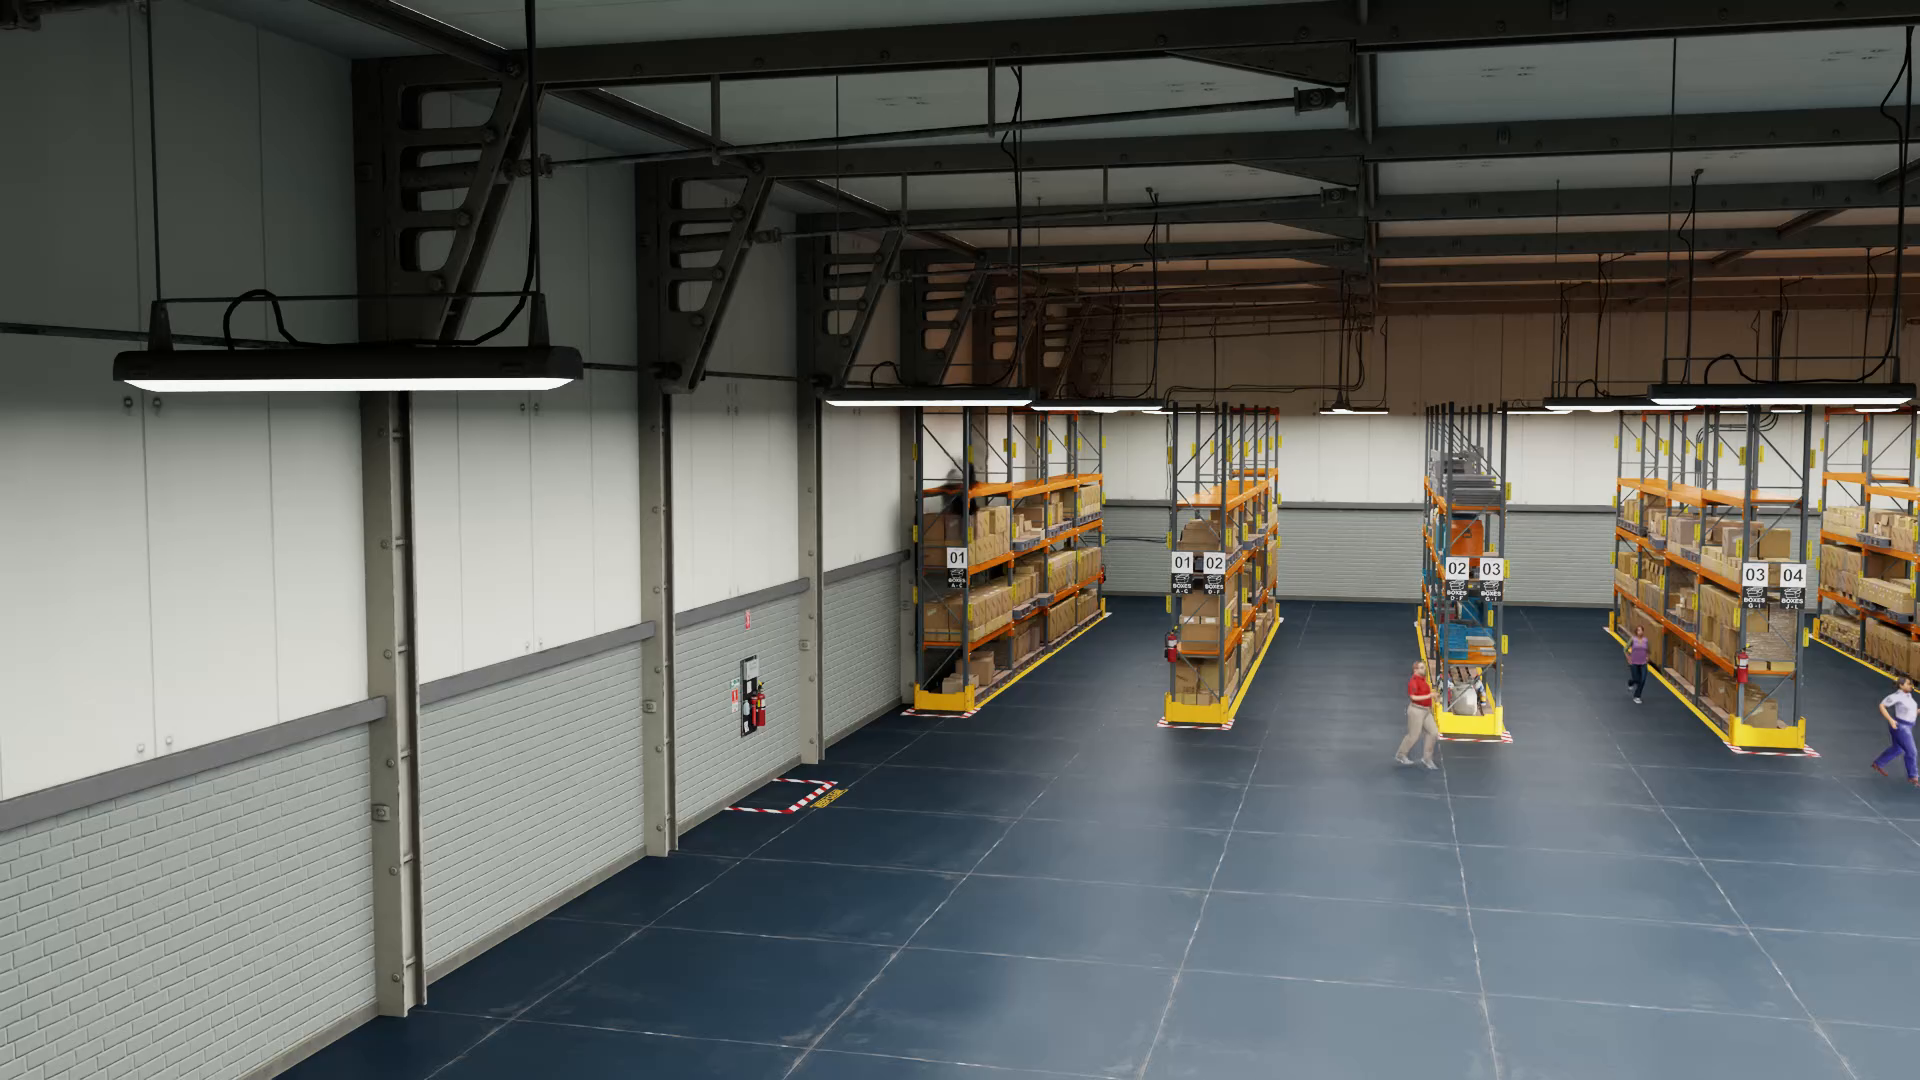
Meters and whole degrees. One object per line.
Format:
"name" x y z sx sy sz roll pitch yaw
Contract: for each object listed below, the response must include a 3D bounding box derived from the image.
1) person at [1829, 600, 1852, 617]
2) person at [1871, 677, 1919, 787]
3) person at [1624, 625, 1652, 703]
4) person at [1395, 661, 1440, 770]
"person" 23.366 1.570 44.080 0.877 1.806 0.683 0 4 3
"person" 14.708 2.982 25.972 0.592 1.656 0.861 -4 6 -43
"person" 13.627 2.486 33.424 0.538 1.557 0.549 0 4 6
"person" 7.481 2.872 27.085 0.748 1.791 0.640 3 5 39
